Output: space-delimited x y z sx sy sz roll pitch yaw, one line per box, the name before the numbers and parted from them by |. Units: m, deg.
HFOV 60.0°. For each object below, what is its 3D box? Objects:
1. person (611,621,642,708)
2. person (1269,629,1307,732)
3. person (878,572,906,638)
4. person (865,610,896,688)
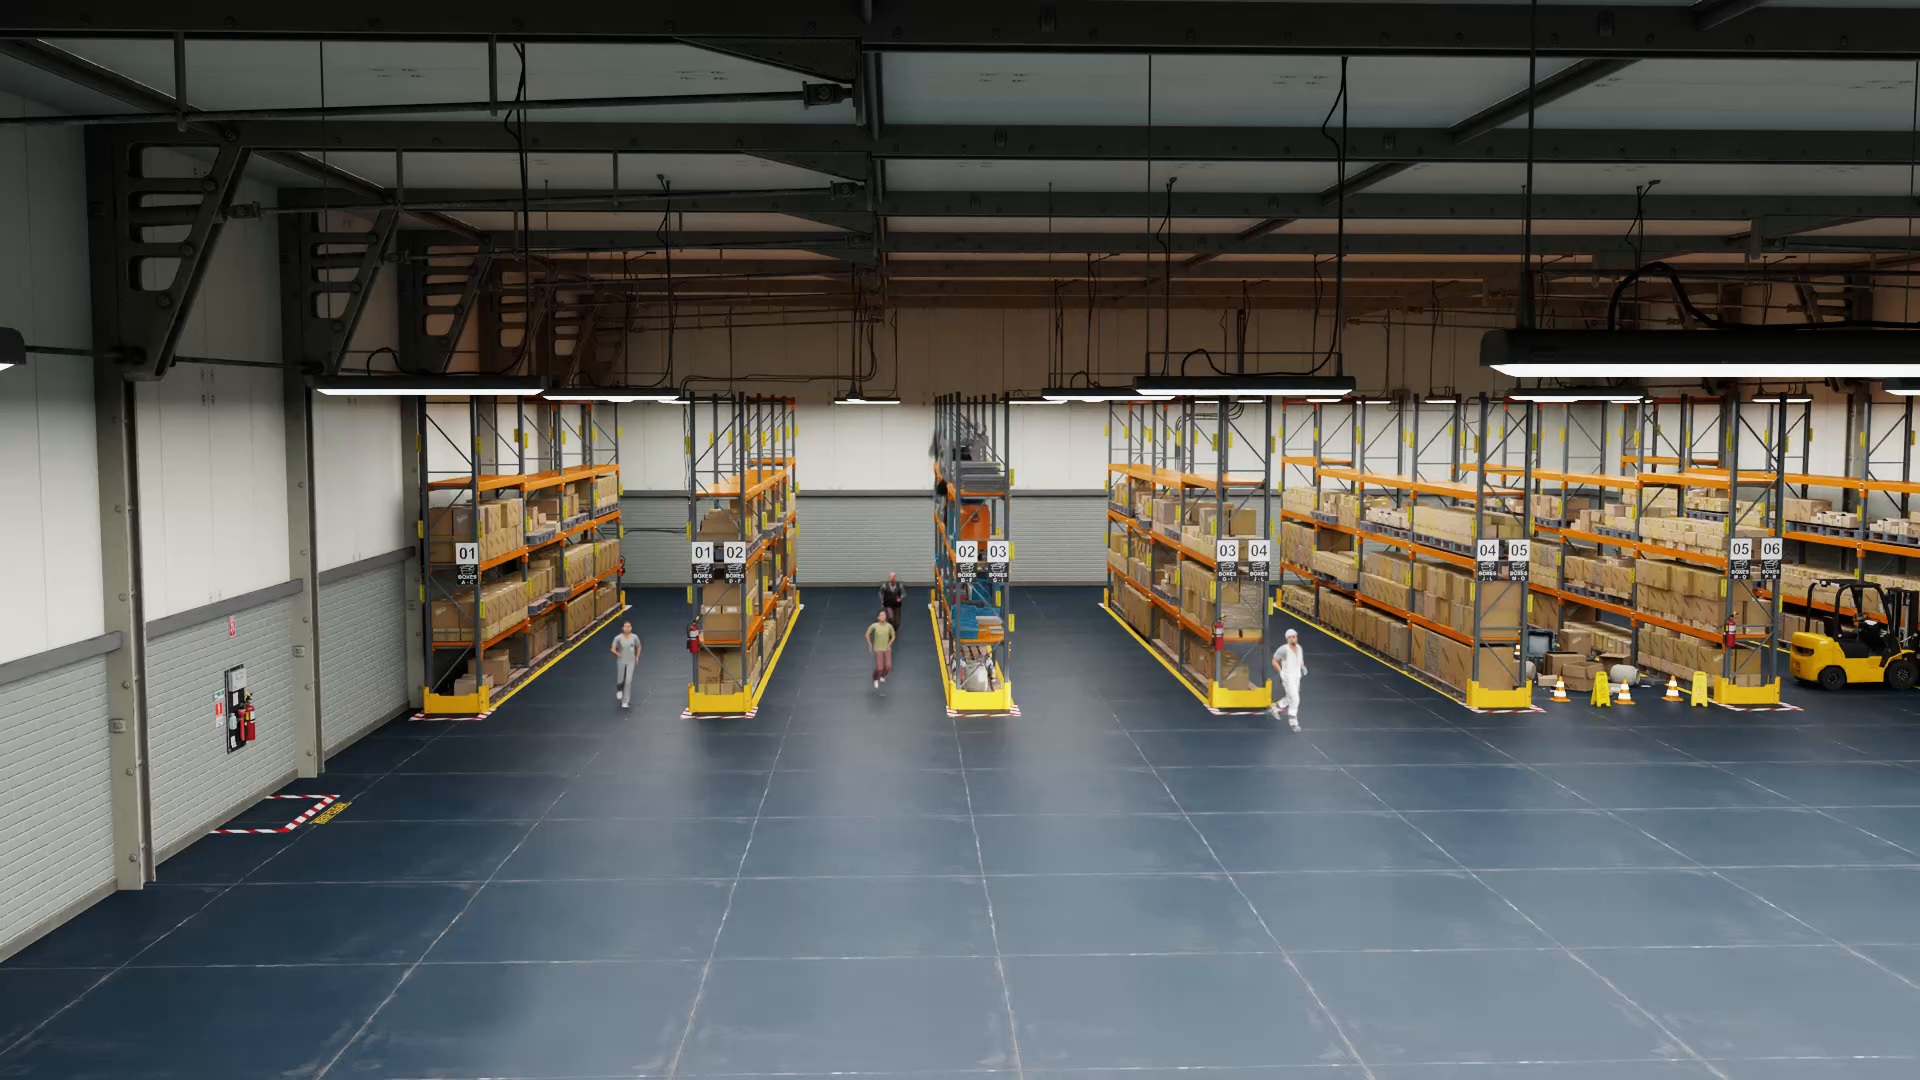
person | -6.378 2.353 31.808 0.586 1.645 0.758 -1 5 -17
person | 5.828 2.471 29.612 0.643 1.806 0.819 -3 6 -36
person | -1.601 1.588 39.550 0.676 1.637 0.843 -1 5 -11
person | -1.540 2.170 32.903 0.581 1.576 0.542 -1 5 -18
